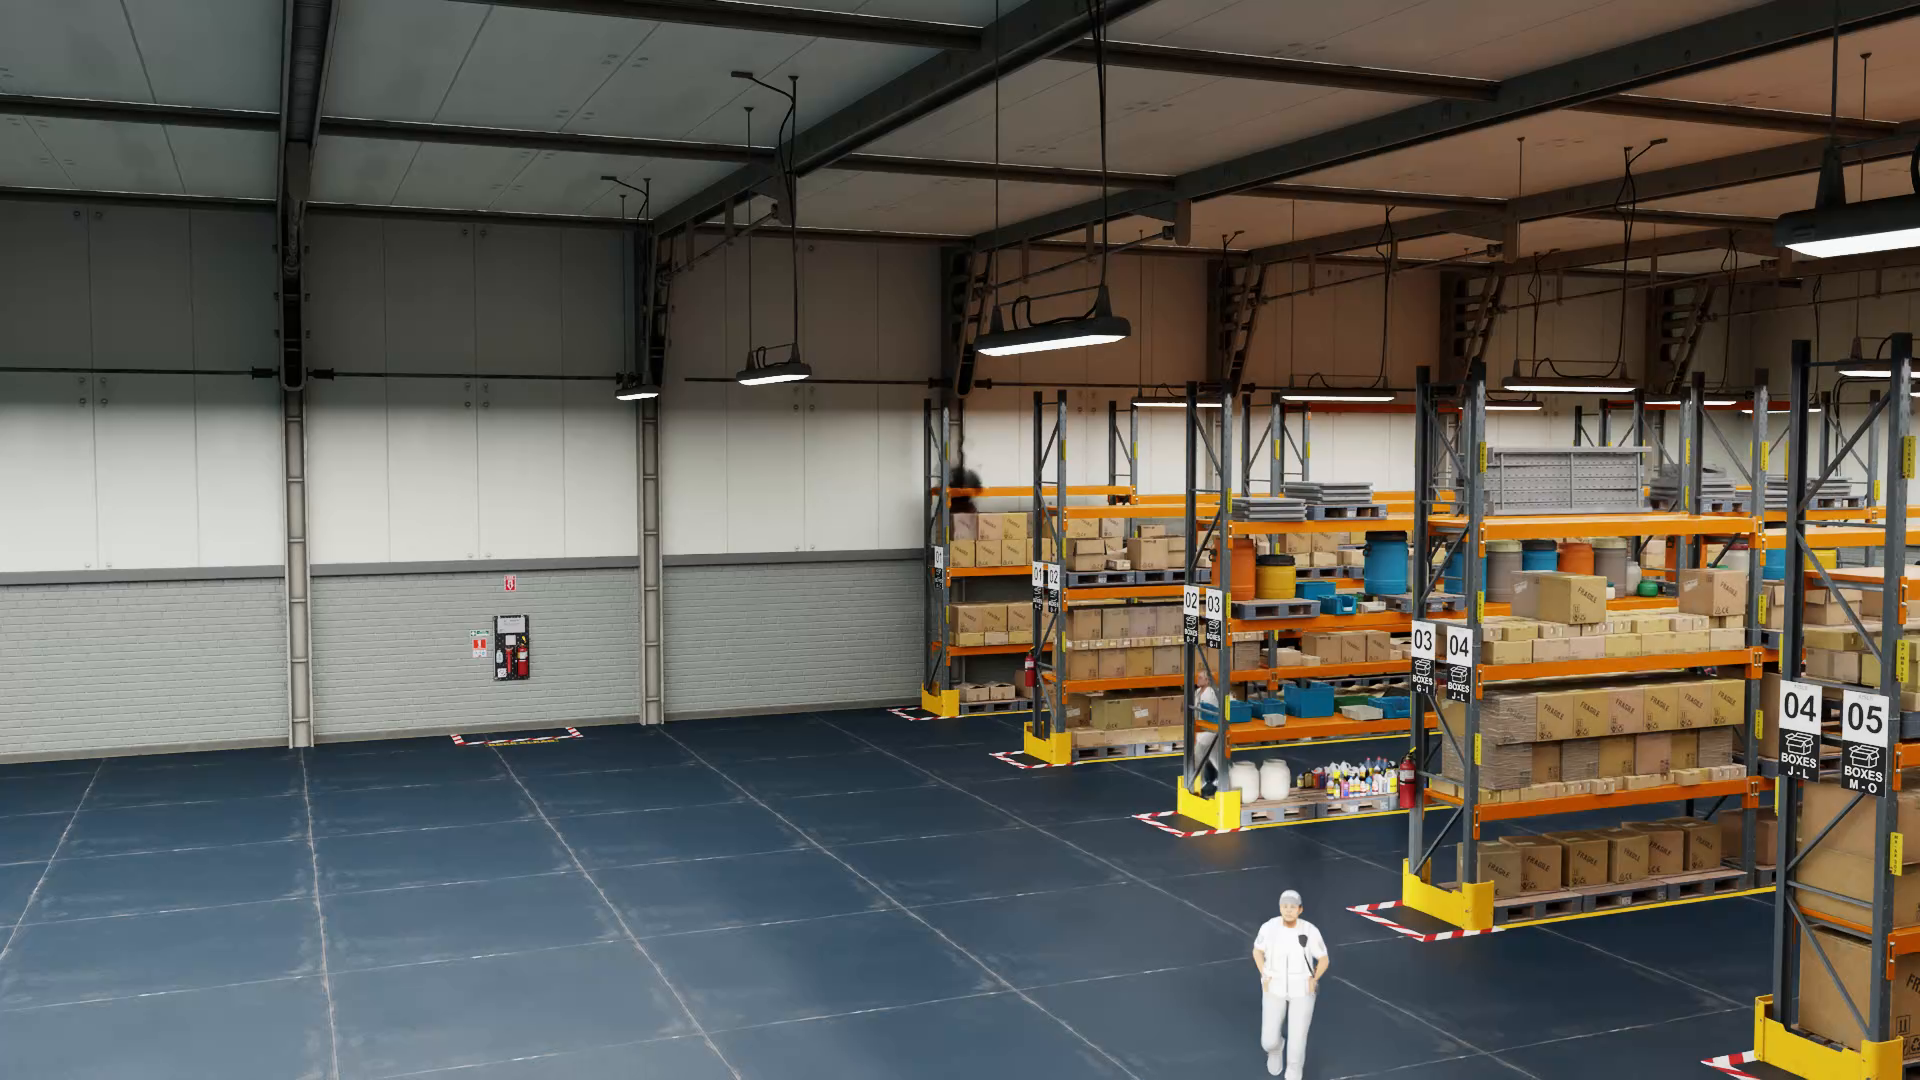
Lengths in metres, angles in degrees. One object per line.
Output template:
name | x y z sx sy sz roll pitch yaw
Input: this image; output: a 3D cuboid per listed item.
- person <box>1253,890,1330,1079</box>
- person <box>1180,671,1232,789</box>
person | 2.617 3.576 13.190 0.604 1.615 0.575 1 4 16
person | 3.683 2.848 24.434 0.984 1.826 0.727 -1 4 -21
